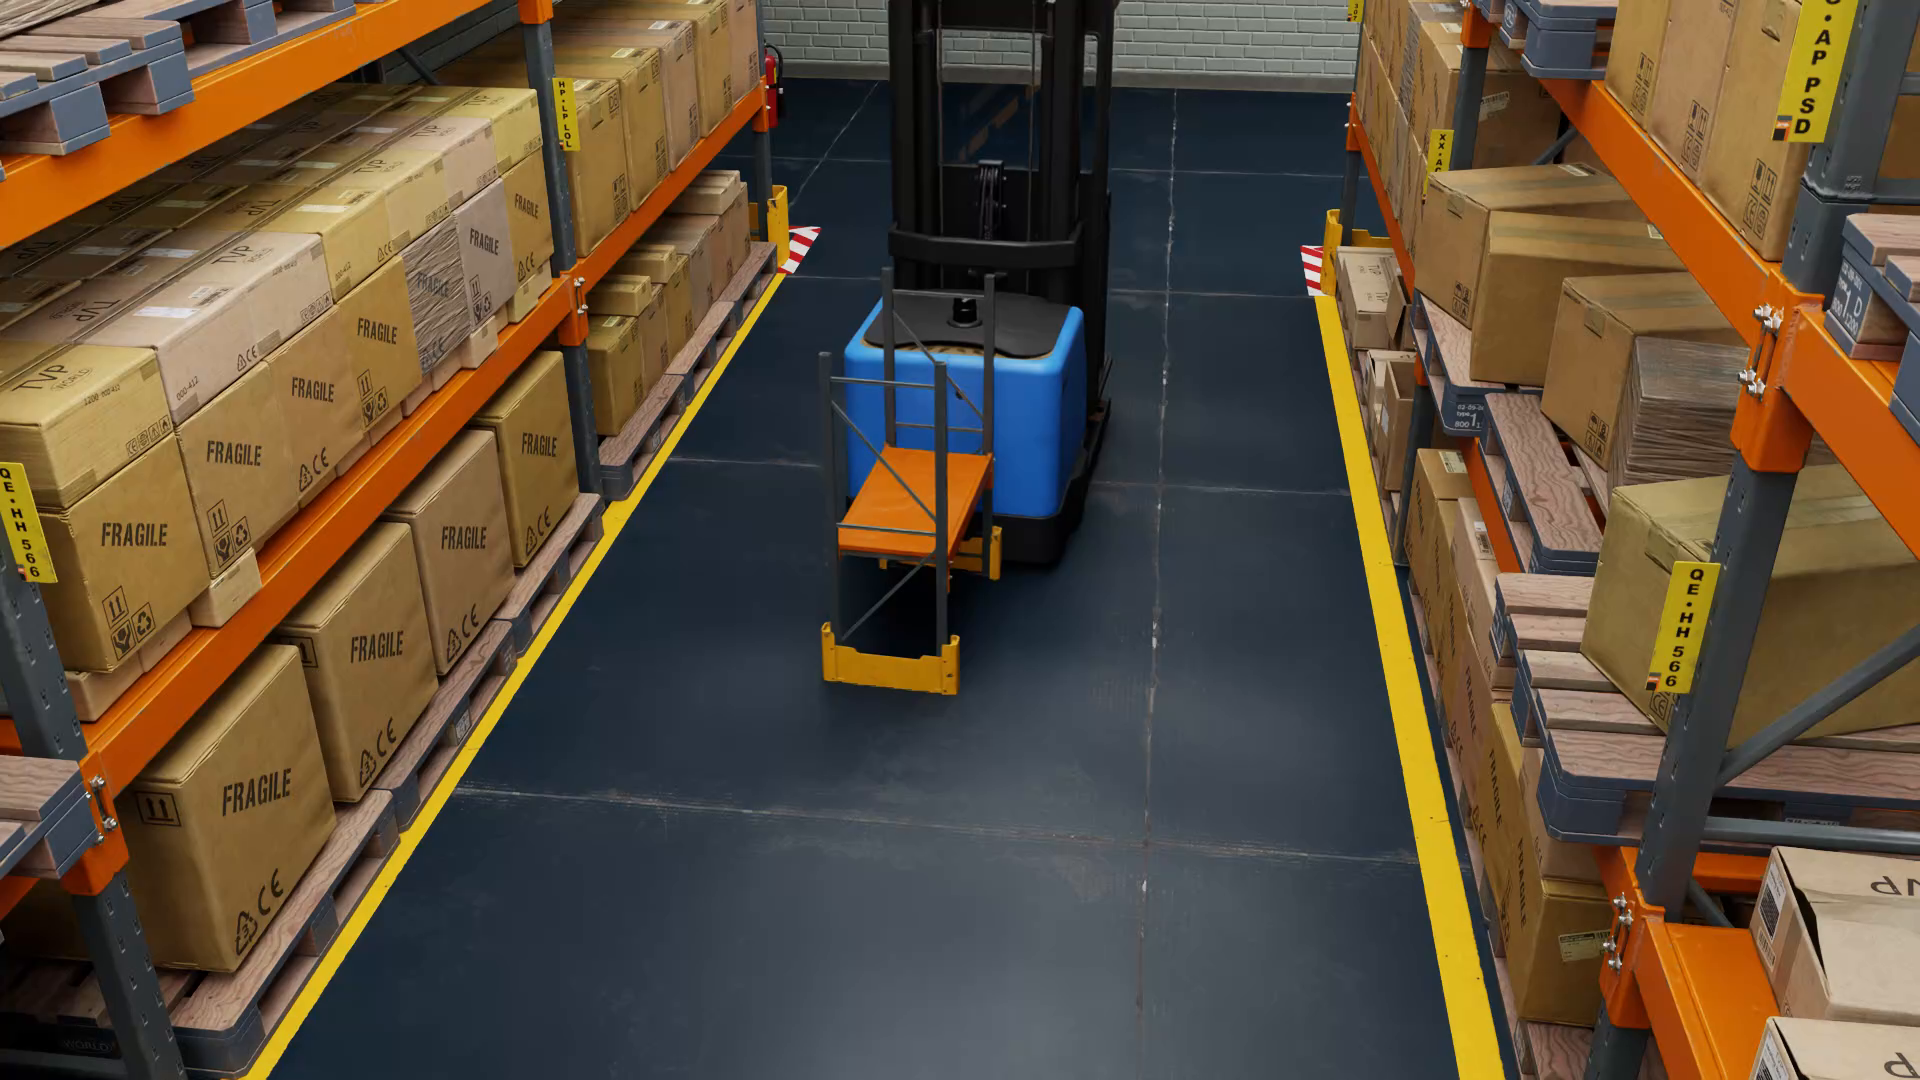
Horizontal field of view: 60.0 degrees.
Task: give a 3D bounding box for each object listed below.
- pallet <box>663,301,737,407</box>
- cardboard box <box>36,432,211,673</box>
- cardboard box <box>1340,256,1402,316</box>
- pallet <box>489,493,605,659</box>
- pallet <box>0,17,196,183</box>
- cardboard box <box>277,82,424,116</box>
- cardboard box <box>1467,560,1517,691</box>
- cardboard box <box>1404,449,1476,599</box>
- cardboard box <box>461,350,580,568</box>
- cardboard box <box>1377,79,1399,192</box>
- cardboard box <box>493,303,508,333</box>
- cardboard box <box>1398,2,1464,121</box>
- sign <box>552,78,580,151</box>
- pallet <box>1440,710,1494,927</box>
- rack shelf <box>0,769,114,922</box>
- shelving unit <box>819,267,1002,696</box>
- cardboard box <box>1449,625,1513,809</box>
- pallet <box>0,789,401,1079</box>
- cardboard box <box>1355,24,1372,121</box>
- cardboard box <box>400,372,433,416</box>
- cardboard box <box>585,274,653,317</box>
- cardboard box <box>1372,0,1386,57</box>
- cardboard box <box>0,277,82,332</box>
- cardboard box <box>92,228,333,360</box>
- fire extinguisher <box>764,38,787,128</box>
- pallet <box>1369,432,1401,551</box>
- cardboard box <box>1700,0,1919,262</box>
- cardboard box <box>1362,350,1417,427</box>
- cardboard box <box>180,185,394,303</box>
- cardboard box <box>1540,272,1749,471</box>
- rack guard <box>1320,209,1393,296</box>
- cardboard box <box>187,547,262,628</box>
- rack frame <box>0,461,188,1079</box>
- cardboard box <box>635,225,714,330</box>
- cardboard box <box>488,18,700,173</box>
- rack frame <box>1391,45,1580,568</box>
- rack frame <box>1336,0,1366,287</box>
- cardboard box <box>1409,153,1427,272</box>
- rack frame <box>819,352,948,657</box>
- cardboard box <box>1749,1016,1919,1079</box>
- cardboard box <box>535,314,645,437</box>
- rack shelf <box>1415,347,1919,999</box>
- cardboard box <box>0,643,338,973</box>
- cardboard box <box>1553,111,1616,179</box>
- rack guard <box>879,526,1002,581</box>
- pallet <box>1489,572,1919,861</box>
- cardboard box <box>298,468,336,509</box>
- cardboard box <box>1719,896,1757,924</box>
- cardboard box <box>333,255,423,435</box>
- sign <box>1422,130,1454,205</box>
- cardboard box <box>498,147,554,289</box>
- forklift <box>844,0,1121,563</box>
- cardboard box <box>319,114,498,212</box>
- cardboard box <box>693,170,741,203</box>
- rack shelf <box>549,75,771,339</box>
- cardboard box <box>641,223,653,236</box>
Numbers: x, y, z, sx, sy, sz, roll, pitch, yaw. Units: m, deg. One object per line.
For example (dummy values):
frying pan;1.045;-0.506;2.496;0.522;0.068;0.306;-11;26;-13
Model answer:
pallet;-2.005;-1.177;10.212;1.003;0.211;1.213;3;28;6
cardboard box;-2.499;0.010;4.628;0.500;0.500;0.500;4;29;8
cardboard box;2.675;-1.580;10.456;0.500;0.250;0.500;3;28;6
pallet;-2.343;0.120;7.805;1.003;0.211;1.213;3;28;6
pallet;-2.787;-1.136;4.232;1.213;0.211;1.003;5;29;9
cardboard box;-2.638;-1.788;7.175;0.500;0.250;0.500;4;29;8
cardboard box;2.109;0.308;5.897;0.500;0.250;0.500;3;28;5
cardboard box;2.293;-0.069;7.387;0.500;0.500;0.500;2;28;4
cardboard box;-2.273;-0.400;7.654;0.750;0.750;0.750;4;29;7
cardboard box;2.583;-2.208;9.080;0.500;0.500;0.500;4;29;7
cardboard box;-2.167;-0.958;7.110;0.380;0.149;0.250;4;29;8
cardboard box;2.521;-2.405;8.392;0.500;0.500;0.500;4;29;7
sign;-1.783;-1.923;7.520;0.100;0.325;0.005;3;28;6
pallet;2.385;1.000;6.172;1.003;0.211;1.213;3;28;6
rack shelf;-3.058;1.666;2.754;1.077;0.370;4.000;3;28;6
shelving unit;-0.195;-0.278;7.185;0.587;1.500;1.083;6;29;10
cardboard box;2.107;0.656;6.042;0.500;0.500;0.500;2;28;4
pallet;-2.641;1.269;5.673;1.003;0.211;1.213;3;28;6
cardboard box;2.768;-2.922;10.406;0.500;0.500;0.500;4;29;7
cardboard box;-2.282;-0.602;6.449;0.380;0.149;0.250;3;28;5
cardboard box;-1.906;-1.342;9.087;0.380;0.149;0.250;4;29;8
cardboard box;2.712;-3.116;9.712;0.500;0.500;0.500;4;29;7
cardboard box;-2.948;-0.578;4.930;0.500;0.250;0.500;2;28;5
cardboard box;-2.379;-0.794;5.330;0.500;0.250;0.500;4;29;7
fire extinguisher;-1.356;-3.204;11.509;0.296;0.674;0.183;3;28;6
pallet;2.679;-0.285;8.556;1.003;0.211;1.213;3;28;6
cardboard box;2.124;-0.878;3.449;0.910;0.500;0.500;3;28;6
cardboard box;2.474;-0.837;9.012;0.500;0.311;0.500;3;28;6
cardboard box;-2.323;-1.034;5.776;0.500;0.250;0.500;3;28;5
cardboard box;2.439;-0.583;5.621;0.700;0.500;0.500;-4;29;-7
rack guard;3.075;-1.936;11.316;1.175;0.500;0.348;3;28;6
cardboard box;-2.387;0.130;5.090;0.380;0.149;0.250;4;29;8
rack frame;-2.810;0.408;4.330;0.949;2.616;0.053;3;28;6
cardboard box;-1.941;-1.635;10.315;0.700;0.500;0.500;2;28;5
cardboard box;-2.066;-2.548;9.501;0.980;0.700;0.700;2;28;4
rack frame;2.594;-1.189;7.295;1.000;3.000;0.127;3;28;6
rack frame;3.084;-3.072;10.789;1.000;3.000;0.127;3;28;6
cardboard box;2.401;-1.483;7.735;0.500;0.500;0.500;4;29;7
rack frame;-0.298;-0.038;6.739;0.500;1.500;0.032;6;29;10
cardboard box;1.802;1.143;3.060;0.500;0.311;0.500;3;28;6
cardboard box;-2.129;-0.906;8.961;0.700;0.500;0.500;4;29;7
rack shelf;2.349;0.069;5.718;1.077;0.370;4.000;3;28;6
cardboard box;-2.593;0.831;5.369;0.750;0.750;0.750;3;28;6
cardboard box;2.931;-1.879;7.415;0.500;0.500;0.500;4;29;8
rack guard;-0.096;0.040;7.911;0.587;0.250;0.087;6;29;10
pallet;2.117;0.455;4.445;1.213;0.211;1.003;3;28;6
cardboard box;-2.413;-0.239;5.775;0.380;0.149;0.250;4;29;7
cardboard box;2.502;1.156;5.113;0.500;0.500;0.500;2;28;4
cardboard box;-2.308;-0.715;5.974;0.500;0.500;0.500;4;29;8
sign;2.055;-1.598;7.141;0.100;0.325;0.005;3;28;6
cardboard box;-2.129;-1.427;7.296;0.500;0.500;0.500;3;28;5
forklift;0.245;-1.862;8.615;1.130;2.935;3.031;6;29;10
cardboard box;-2.198;-1.514;6.667;0.500;0.250;0.500;4;29;7
cardboard box;-1.654;-2.322;10.906;0.380;0.149;0.250;3;28;6
rack shelf;-2.078;-2.100;9.744;1.077;0.370;4.000;3;28;6
cardboard box;-2.125;-1.987;10.285;0.380;0.149;0.250;4;29;7
